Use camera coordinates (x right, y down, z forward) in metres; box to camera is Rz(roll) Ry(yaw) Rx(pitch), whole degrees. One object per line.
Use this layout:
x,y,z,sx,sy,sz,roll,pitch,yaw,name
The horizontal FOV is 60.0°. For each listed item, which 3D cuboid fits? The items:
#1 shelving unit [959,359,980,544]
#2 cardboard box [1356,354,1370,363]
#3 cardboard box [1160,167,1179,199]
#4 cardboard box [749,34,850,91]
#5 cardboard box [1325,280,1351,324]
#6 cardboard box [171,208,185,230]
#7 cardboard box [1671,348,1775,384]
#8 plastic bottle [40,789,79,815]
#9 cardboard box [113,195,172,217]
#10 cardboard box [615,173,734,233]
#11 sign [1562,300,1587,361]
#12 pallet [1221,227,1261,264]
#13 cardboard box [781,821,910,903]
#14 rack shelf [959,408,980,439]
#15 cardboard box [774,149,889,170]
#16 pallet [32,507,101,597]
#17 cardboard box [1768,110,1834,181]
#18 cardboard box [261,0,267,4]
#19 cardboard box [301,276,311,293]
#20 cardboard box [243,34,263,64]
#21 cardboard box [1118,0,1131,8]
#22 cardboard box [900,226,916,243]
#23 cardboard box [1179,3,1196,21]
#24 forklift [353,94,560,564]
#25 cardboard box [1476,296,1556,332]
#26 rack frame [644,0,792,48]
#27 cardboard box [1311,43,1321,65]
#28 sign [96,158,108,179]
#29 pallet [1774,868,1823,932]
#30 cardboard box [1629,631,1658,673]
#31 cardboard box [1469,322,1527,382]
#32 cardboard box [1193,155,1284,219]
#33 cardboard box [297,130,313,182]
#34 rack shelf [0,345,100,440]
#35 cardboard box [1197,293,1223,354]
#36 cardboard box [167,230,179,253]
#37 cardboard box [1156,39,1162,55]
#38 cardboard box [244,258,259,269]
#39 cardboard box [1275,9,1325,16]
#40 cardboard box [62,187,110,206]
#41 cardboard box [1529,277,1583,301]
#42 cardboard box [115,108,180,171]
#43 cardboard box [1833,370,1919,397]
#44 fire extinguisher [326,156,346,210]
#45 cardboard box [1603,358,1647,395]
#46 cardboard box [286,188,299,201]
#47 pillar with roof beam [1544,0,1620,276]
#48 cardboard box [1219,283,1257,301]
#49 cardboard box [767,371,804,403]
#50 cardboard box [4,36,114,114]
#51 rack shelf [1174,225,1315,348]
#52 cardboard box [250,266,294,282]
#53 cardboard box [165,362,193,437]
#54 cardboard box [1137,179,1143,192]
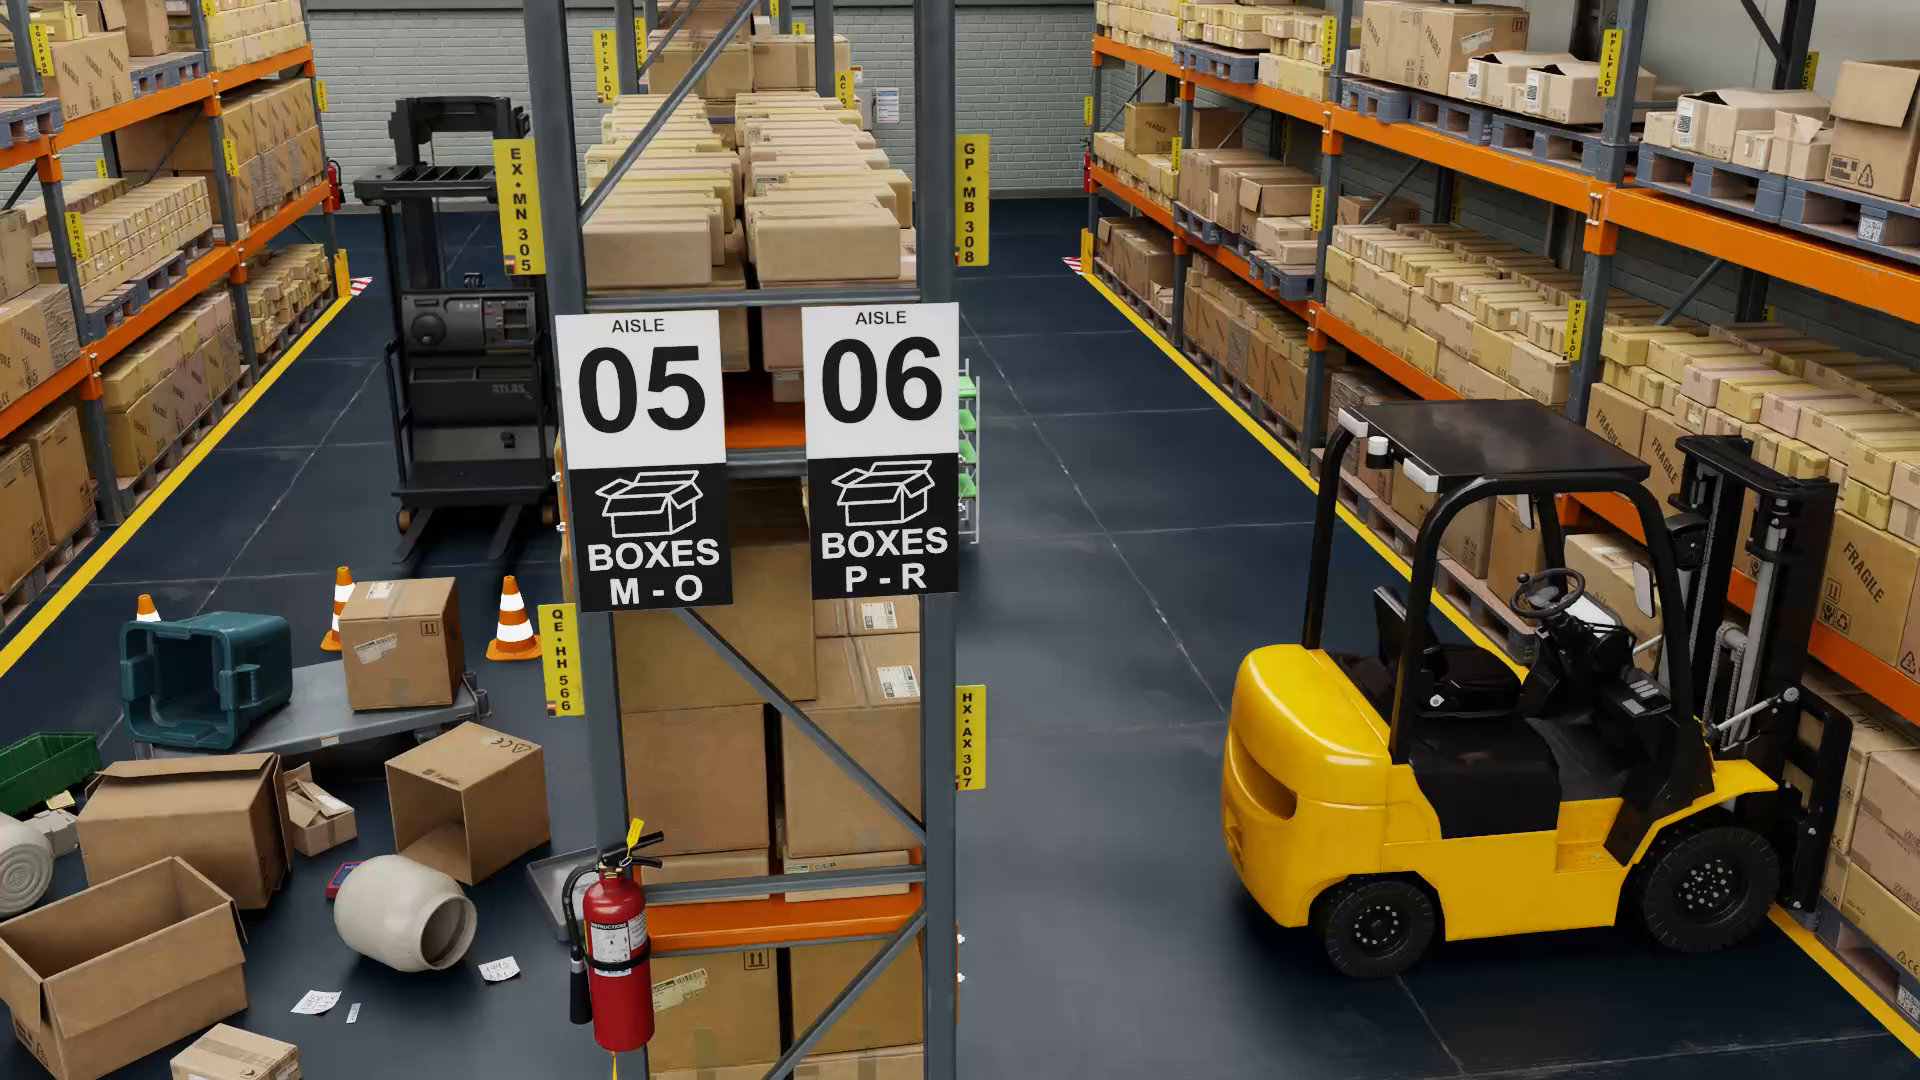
-0.024,-0.619,11.660,0.258,1.200,0.503,-3,21,-8,shelving unit
3.477,-1.555,13.637,0.380,0.149,0.250,-2,21,-5,cardboard box
2.352,-3.647,16.982,0.500,0.250,0.500,-2,21,-6,cardboard box
-0.861,-2.553,8.876,0.500,0.250,0.500,-3,21,-9,cardboard box
3.066,-1.793,12.443,0.500,0.250,0.500,-3,21,-8,cardboard box
-6.759,-2.696,13.982,0.380,0.149,0.250,-4,21,-10,cardboard box
3.745,-0.835,8.169,0.380,0.149,0.250,-3,21,-9,cardboard box
-4.442,1.289,8.179,0.133,0.061,0.283,-15,25,-35,plastic bottle
-6.732,-2.747,13.693,0.380,0.149,0.250,-4,21,-10,cardboard box
-0.895,-1.040,5.145,0.380,0.149,0.250,-3,21,-7,cardboard box
3.285,-1.118,8.882,0.100,0.325,0.005,-3,21,-8,sign
2.959,-2.612,14.697,1.003,0.211,1.213,-3,21,-8,pallet
-0.359,0.982,5.158,0.380,0.149,0.250,-3,21,-8,cardboard box
-0.024,-0.784,11.598,0.258,0.148,0.480,-3,21,-8,rack shelf
-0.441,-1.244,5.692,0.380,0.149,0.250,-2,21,-6,cardboard box
-6.512,0.091,11.172,1.003,0.211,1.213,-3,21,-8,pallet
3.734,-1.700,7.144,0.396,0.266,0.258,-3,21,-9,cardboard box
-7.213,-5.473,16.725,0.380,0.149,0.250,-2,21,-7,cardboard box
-7.182,-2.736,17.804,0.380,0.149,0.250,-3,21,-7,cardboard box
-7.071,-4.740,16.048,0.500,0.250,0.500,-2,21,-5,cardboard box
2.046,-5.991,18.256,0.500,0.250,0.500,-3,21,-9,cardboard box
-0.386,-0.844,5.191,0.500,0.250,0.500,-3,21,-9,cardboard box
2.276,-4.959,15.609,0.380,0.149,0.250,-2,21,-6,cardboard box
-3.481,-1.556,11.694,1.130,2.935,3.031,-2,21,-6,forklift
3.344,-1.362,10.005,0.380,0.149,0.250,-4,21,-9,cardboard box
-1.668,-4.587,11.137,1.000,3.000,0.127,-3,21,-8,rack frame
2.936,-3.752,12.832,0.380,0.149,0.250,-3,21,-9,cardboard box
-7.664,-3.253,14.901,0.100,0.325,0.005,-3,21,-8,sign
4.073,1.363,7.764,1.003,0.211,1.213,-3,21,-8,pallet
3.659,0.571,8.516,0.500,0.250,0.500,-3,21,-8,cardboard box
3.415,-1.143,9.988,0.500,0.250,0.500,-3,21,-9,cardboard box
2.590,-3.299,15.519,0.700,0.500,0.500,-3,21,-7,cardboard box
-7.316,-4.127,17.912,0.500,0.500,0.500,-3,21,-9,cardboard box
-6.263,-0.463,9.697,1.077,0.370,4.000,-3,21,-8,rack shelf
2.601,-2.077,15.962,0.500,0.500,0.500,-3,21,-8,cardboard box
-6.721,-2.470,13.801,0.380,0.149,0.250,-4,21,-10,cardboard box
2.230,-5.074,17.087,0.380,0.149,0.250,-3,21,-8,cardboard box
-7.779,-2.939,17.922,0.380,0.149,0.250,-4,21,-10,cardboard box
2.961,-4.536,14.478,0.380,0.149,0.250,-3,21,-7,cardboard box
-7.446,-2.890,14.077,0.380,0.149,0.250,-3,21,-7,cardboard box
3.850,-1.571,10.566,0.380,0.149,0.250,-3,21,-8,cardboard box
-7.463,-3.681,15.288,0.500,0.500,0.500,-4,21,-10,cardboard box
4.327,-0.684,7.766,0.380,0.149,0.250,-3,21,-9,cardboard box
-7.284,-4.162,19.216,0.296,0.674,0.183,-3,21,-8,fire extinguisher
3.606,-0.871,8.691,0.380,0.149,0.250,-3,21,-9,cardboard box
-7.260,-3.692,17.673,0.380,0.149,0.250,-4,21,-10,cardboard box
0.063,-4.216,10.143,9.100,9.000,0.400,-3,21,-8,pillar with roof beam
2.673,-2.331,15.716,0.380,0.149,0.250,-3,21,-9,cardboard box
-0.367,-0.512,4.873,0.380,0.149,0.250,-4,21,-9,cardboard box
-6.450,-3.328,11.911,0.500,0.500,0.500,-3,21,-8,cardboard box
2.955,-2.384,14.841,1.077,0.370,4.000,-3,21,-8,rack shelf
-7.239,-2.779,17.493,0.380,0.149,0.250,-4,21,-10,cardboard box
-6.556,-1.127,13.420,0.500,0.500,0.500,-3,21,-9,cardboard box
2.166,-3.929,18.307,0.380,0.149,0.250,-3,21,-8,cardboard box
